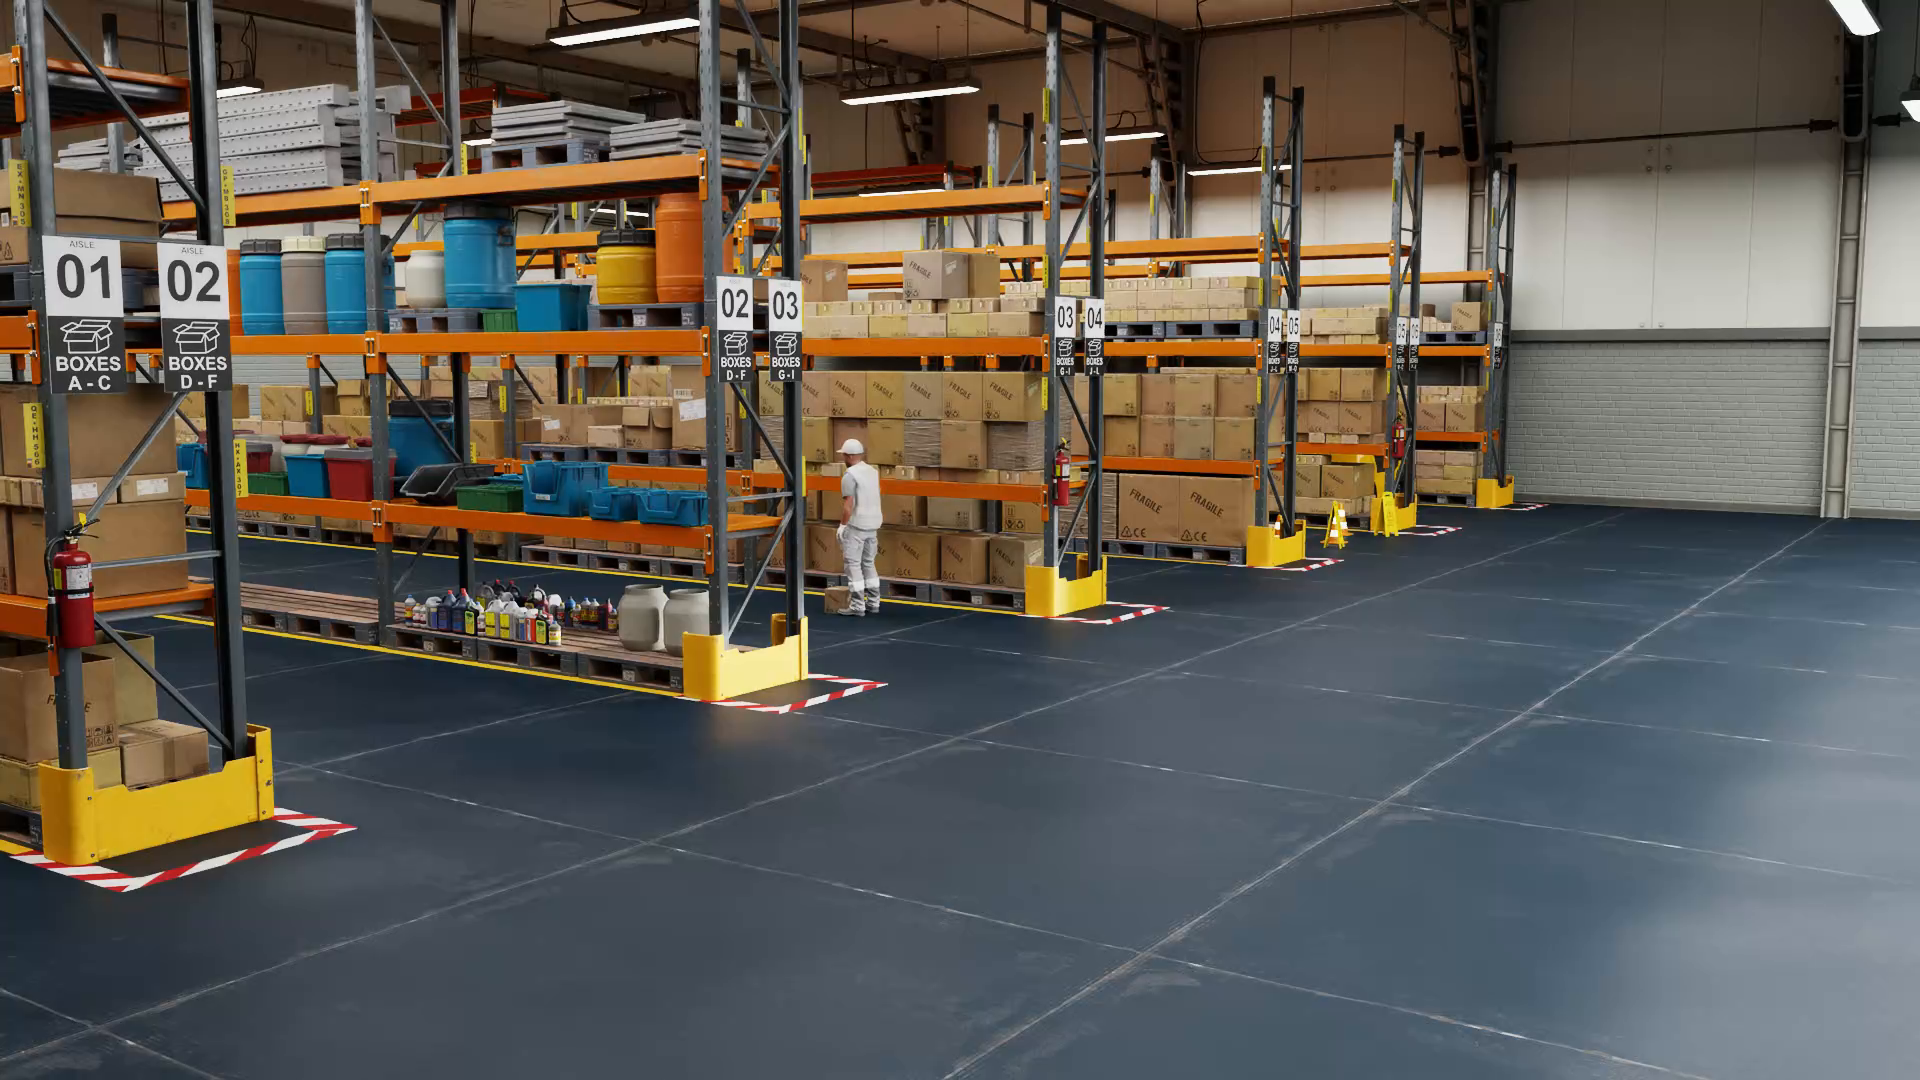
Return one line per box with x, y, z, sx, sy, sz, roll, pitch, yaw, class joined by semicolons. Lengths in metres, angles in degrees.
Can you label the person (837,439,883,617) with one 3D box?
-1.021;-0.129;16.835;0.449;1.779;0.604;4;7;34;person
